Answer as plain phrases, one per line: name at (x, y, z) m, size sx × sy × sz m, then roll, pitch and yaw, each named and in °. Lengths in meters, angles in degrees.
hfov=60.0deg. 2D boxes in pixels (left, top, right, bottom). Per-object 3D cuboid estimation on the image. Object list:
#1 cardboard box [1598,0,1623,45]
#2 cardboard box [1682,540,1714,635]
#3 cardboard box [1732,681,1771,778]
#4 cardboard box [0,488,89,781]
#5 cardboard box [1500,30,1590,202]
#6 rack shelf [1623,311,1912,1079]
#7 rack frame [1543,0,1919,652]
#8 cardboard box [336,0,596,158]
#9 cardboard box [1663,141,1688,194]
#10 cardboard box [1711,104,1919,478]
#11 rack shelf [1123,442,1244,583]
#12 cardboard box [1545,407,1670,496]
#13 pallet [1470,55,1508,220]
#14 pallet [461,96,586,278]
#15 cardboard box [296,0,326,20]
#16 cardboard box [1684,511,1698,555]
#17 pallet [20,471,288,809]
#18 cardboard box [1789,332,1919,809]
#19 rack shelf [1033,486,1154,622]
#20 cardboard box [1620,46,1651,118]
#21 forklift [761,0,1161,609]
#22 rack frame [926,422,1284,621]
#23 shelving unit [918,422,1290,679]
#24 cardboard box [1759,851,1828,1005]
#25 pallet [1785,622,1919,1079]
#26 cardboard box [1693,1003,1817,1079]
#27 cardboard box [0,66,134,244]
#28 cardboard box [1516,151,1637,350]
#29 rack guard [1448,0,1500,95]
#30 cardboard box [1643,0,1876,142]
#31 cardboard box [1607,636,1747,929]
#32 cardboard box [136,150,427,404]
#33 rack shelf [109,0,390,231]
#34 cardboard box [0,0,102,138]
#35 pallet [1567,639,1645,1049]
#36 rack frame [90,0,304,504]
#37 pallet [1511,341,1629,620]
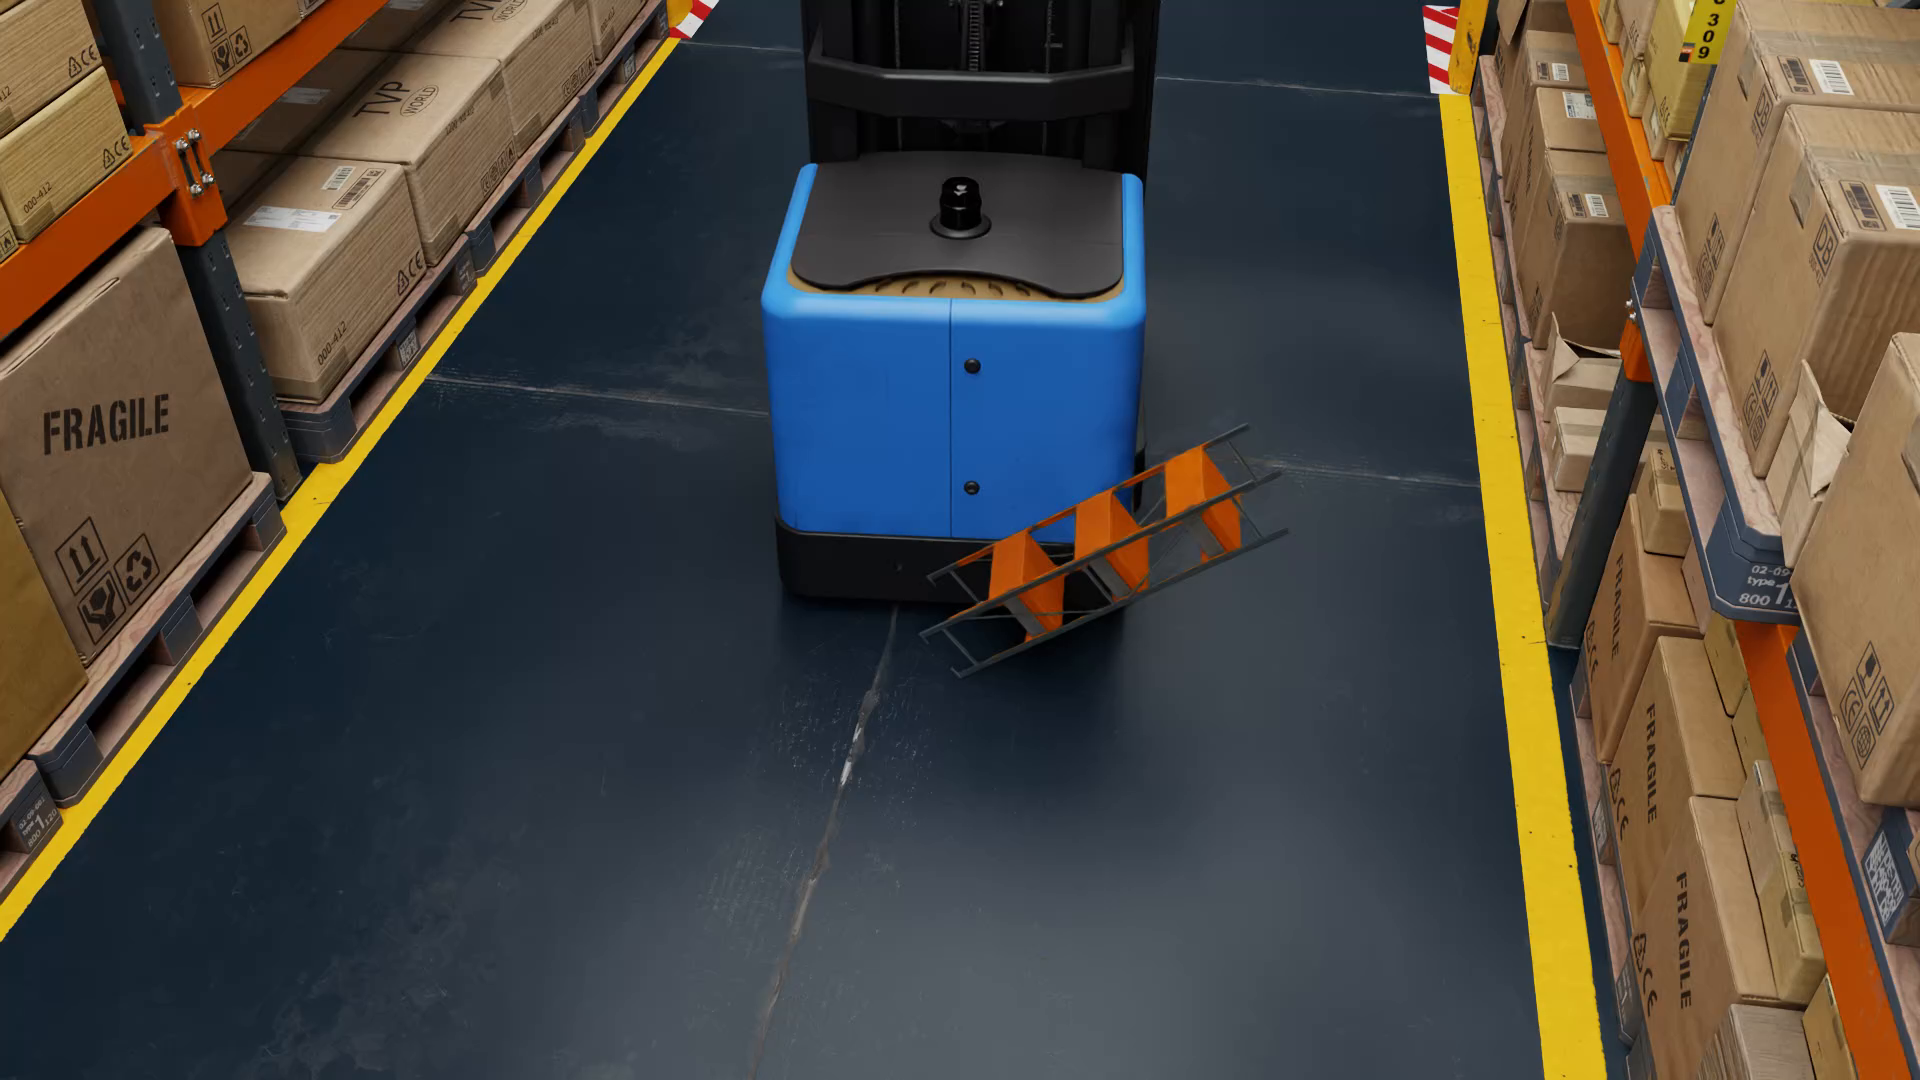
cardboard box at (2.161, -1.611, 5.041) m, size 0.380 × 0.149 × 0.250 m, roll 6°, pitch 40°, yaw 7°
cardboard box at (1.926, 0.107, 3.890) m, size 0.380 × 0.149 × 0.250 m, roll 5°, pitch 40°, yaw 6°
cardboard box at (1.858, 0.443, 3.484) m, size 0.380 × 0.149 × 0.250 m, roll 6°, pitch 40°, yaw 7°
cardboard box at (-2.845, 0.255, 3.926) m, size 0.875 × 0.875 × 0.875 m, roll 7°, pitch 40°, yaw 9°
cardboard box at (2.528, -1.626, 6.495) m, size 0.700 × 0.500 × 0.500 m, roll 8°, pitch 40°, yaw 9°
rack shelf at (1.875, 0.710, 2.602) m, size 1.077 × 0.370 × 4.000 m, roll 6°, pitch 40°, yaw 8°
rack frame at (2.222, -0.823, 3.891) m, size 1.000 × 3.000 × 0.127 m, roll 6°, pitch 40°, yaw 8°
cardboard box at (-2.141, -2.052, 7.059) m, size 0.875 × 0.438 × 0.875 m, roll 7°, pitch 40°, yaw 9°
cardboard box at (2.028, -0.954, 4.247) m, size 0.380 × 0.149 × 0.250 m, roll 7°, pitch 40°, yaw 8°
cardboard box at (1.828, -0.419, 2.995) m, size 0.700 × 0.500 × 0.500 m, roll 7°, pitch 40°, yaw 8°
rack shelf at (0.602, -0.066, 4.459) m, size 0.259 × 0.215 × 0.240 m, roll -26°, pitch 33°, yaw 25°
cardboard box at (2.029, -0.268, 5.128) m, size 0.380 × 0.149 × 0.250 m, roll 5°, pitch 40°, yaw 6°
pallet at (2.764, -1.710, 7.153) m, size 1.003 × 0.211 × 1.213 m, roll 6°, pitch 40°, yaw 8°
pallet at (-2.250, -1.530, 6.934) m, size 1.003 × 0.211 × 1.213 m, roll 6°, pitch 40°, yaw 8°
cardboard box at (-2.238, -1.987, 5.221) m, size 0.500 × 0.500 × 0.500 m, roll 7°, pitch 40°, yaw 8°
cardboard box at (1.900, -0.022, 3.812) m, size 0.380 × 0.149 × 0.250 m, roll 5°, pitch 40°, yaw 6°
pallet at (-2.727, 0.199, 4.843) m, size 1.003 × 0.211 × 1.213 m, roll 6°, pitch 40°, yaw 8°
cardboard box at (1.692, 0.073, 2.399) m, size 0.700 × 0.500 × 0.500 m, roll 6°, pitch 40°, yaw 7°
rack shelf at (0.370, 0.046, 4.578) m, size 0.259 × 0.215 × 0.240 m, roll -26°, pitch 33°, yaw 25°
cardboard box at (2.073, -1.286, 4.648) m, size 0.380 × 0.149 × 0.250 m, roll 7°, pitch 40°, yaw 9°
forklift at (0.078, -1.850, 5.188) m, size 1.130 × 2.935 × 3.031 m, roll 3°, pitch 40°, yaw 3°
rack frame at (0.388, -0.036, 4.666) m, size 1.050 × 0.200 × 0.008 m, roll -26°, pitch 33°, yaw 25°
shelving unit at (0.379, 0.042, 4.573) m, size 1.050 × 0.215 × 0.252 m, roll -26°, pitch 33°, yaw 25°
cardboard box at (1.733, 0.751, 3.111) m, size 0.380 × 0.149 × 0.250 m, roll 8°, pitch 40°, yaw 9°
pallet at (1.861, 0.540, 2.393) m, size 1.003 × 0.211 × 1.213 m, roll 6°, pitch 40°, yaw 8°
cardboard box at (1.647, 1.230, 3.040) m, size 0.500 × 0.500 × 0.500 m, roll 5°, pitch 40°, yaw 6°
cardboard box at (-2.497, -1.001, 4.224) m, size 0.500 × 0.250 × 0.500 m, roll 5°, pitch 40°, yaw 7°
cardboard box at (2.349, -0.975, 5.707) m, size 0.700 × 0.500 × 0.500 m, roll 5°, pitch 40°, yaw 6°
rack guard at (2.901, -2.322, 7.666) m, size 1.175 × 0.500 × 0.348 m, roll 6°, pitch 40°, yaw 8°
cardboard box at (2.069, -1.226, 4.263) m, size 0.500 × 0.250 × 0.500 m, roll 7°, pitch 40°, yaw 9°
cardboard box at (1.834, 0.593, 3.811) m, size 0.500 × 0.500 × 0.500 m, roll 6°, pitch 40°, yaw 7°
cardboard box at (-2.454, -0.924, 5.695) m, size 0.875 × 0.438 × 0.875 m, roll 6°, pitch 40°, yaw 7°
rack shelf at (-2.322, -2.346, 6.298) m, size 1.077 × 0.370 × 4.000 m, roll 6°, pitch 40°, yaw 8°
cardboard box at (-2.505, -1.199, 4.072) m, size 0.500 × 0.250 × 0.500 m, roll 6°, pitch 40°, yaw 8°
pallet at (2.118, 0.767, 4.157) m, size 1.003 × 0.211 × 1.213 m, roll 6°, pitch 40°, yaw 8°
rack frame at (-2.668, -1.368, 4.550) m, size 1.000 × 3.000 × 0.127 m, roll 6°, pitch 40°, yaw 8°
pallet at (2.341, -0.179, 5.301) m, size 1.003 × 0.211 × 1.213 m, roll 6°, pitch 40°, yaw 8°
